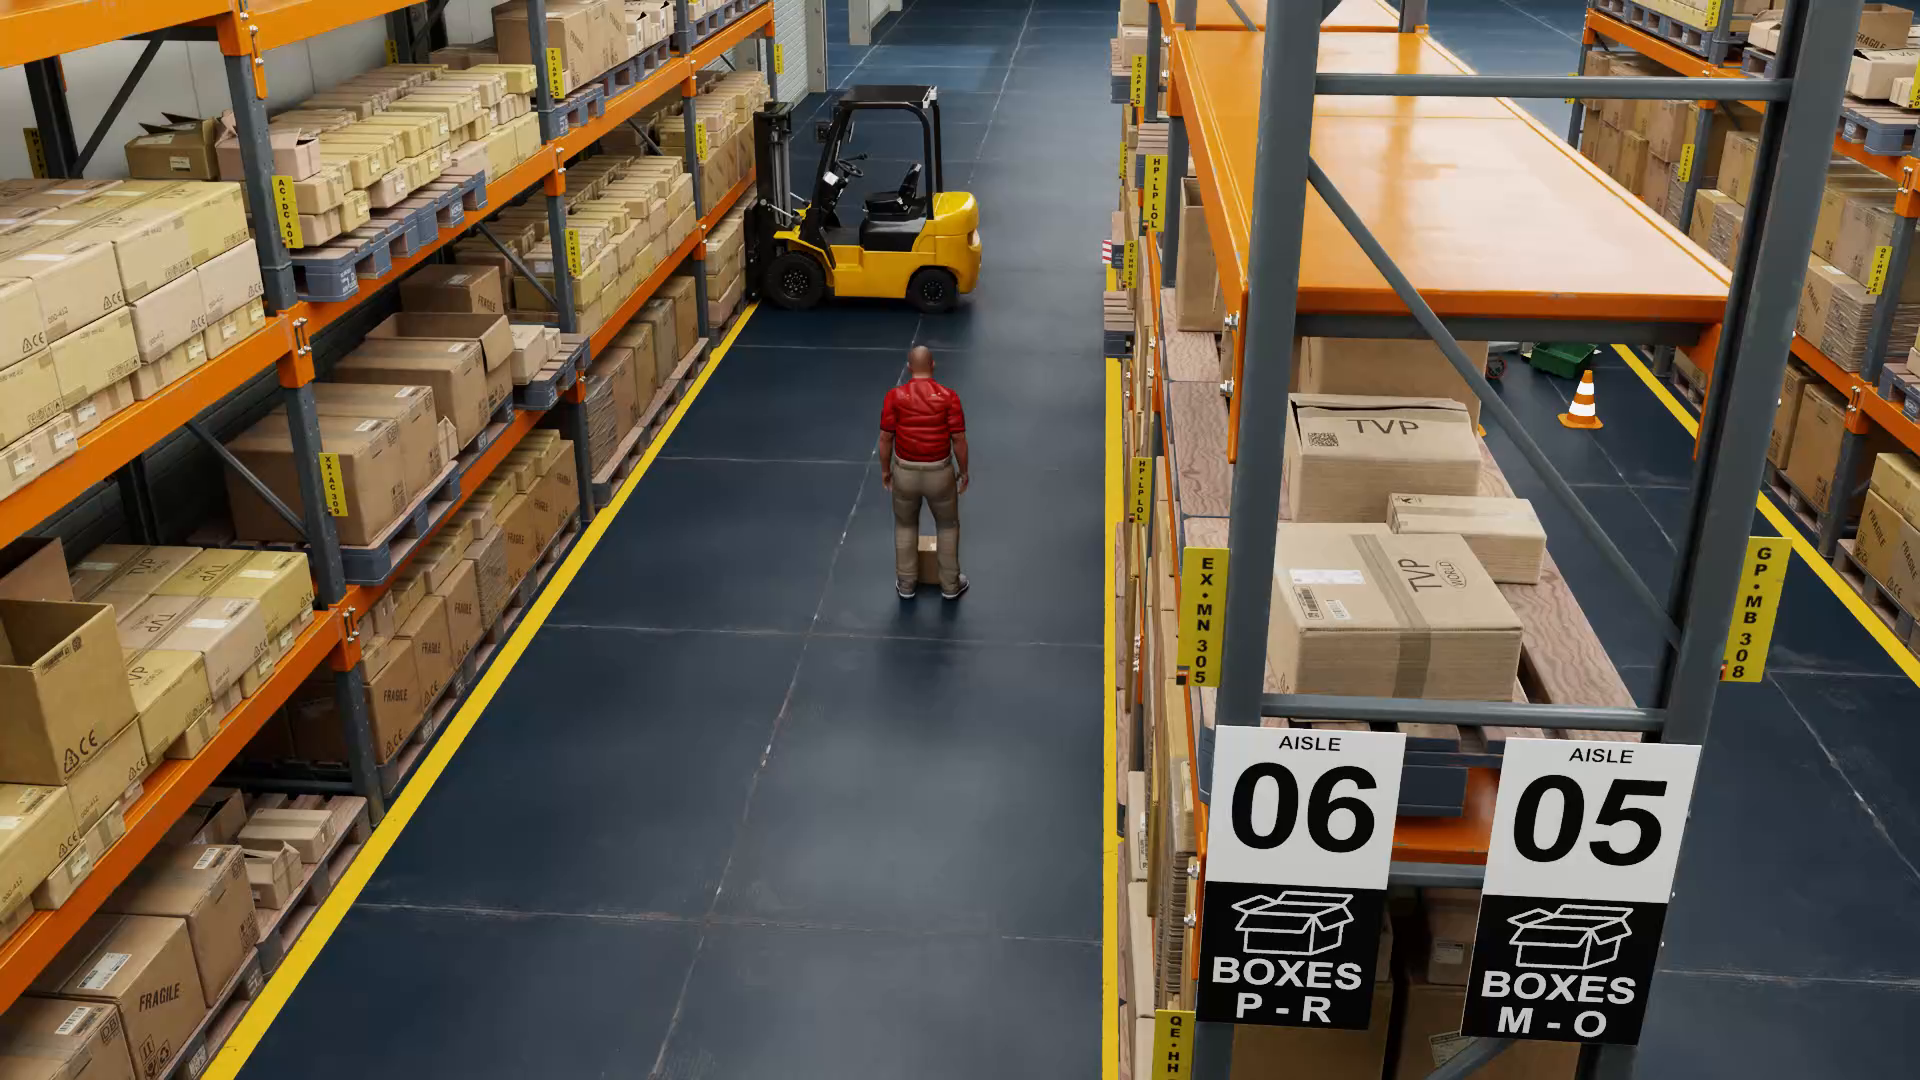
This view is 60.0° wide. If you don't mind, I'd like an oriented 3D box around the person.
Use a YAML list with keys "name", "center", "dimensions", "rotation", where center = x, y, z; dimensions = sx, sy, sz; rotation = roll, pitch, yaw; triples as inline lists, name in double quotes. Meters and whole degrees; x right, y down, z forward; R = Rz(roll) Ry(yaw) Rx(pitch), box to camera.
- name: "person"
  center: [-0.234, -0.434, 10.984]
  dimensions: [0.586, 1.727, 0.393]
  rotation: [2, 24, 4]
